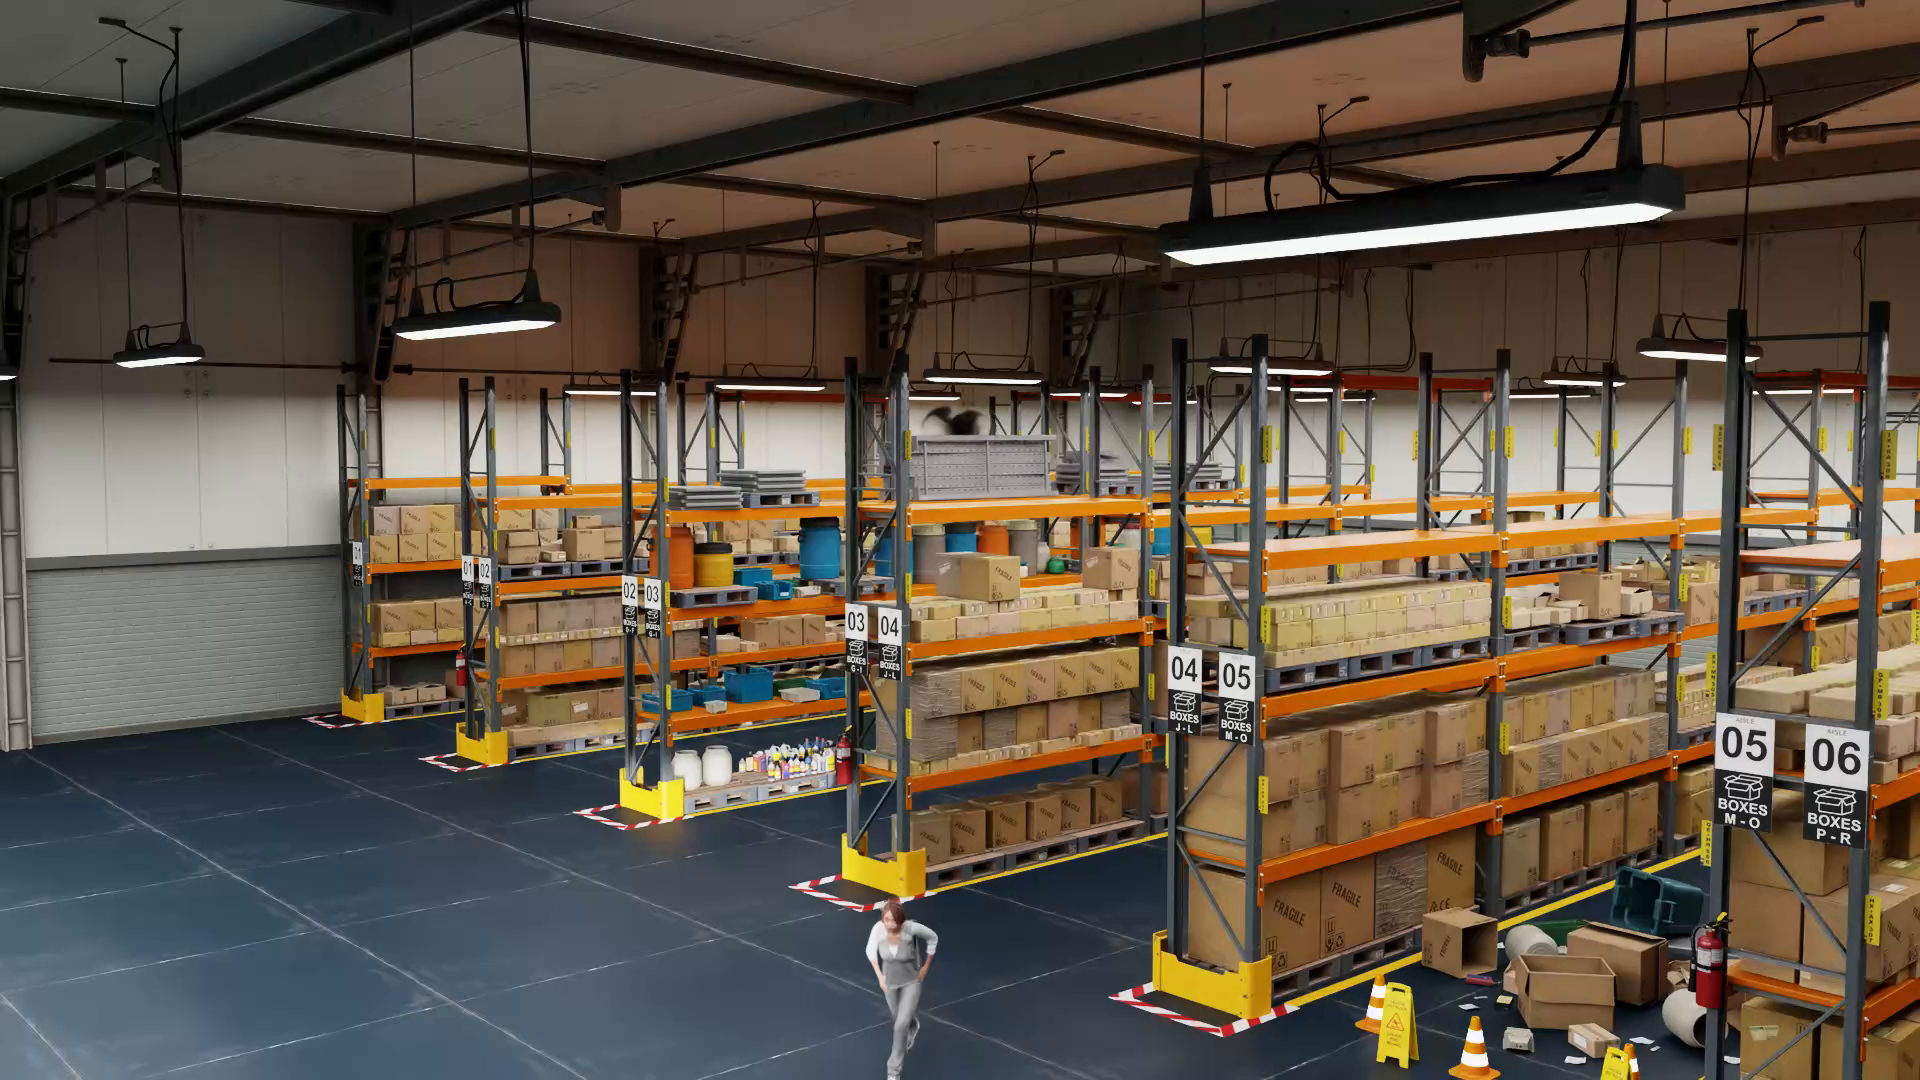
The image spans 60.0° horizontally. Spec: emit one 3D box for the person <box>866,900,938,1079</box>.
[{"bbox_3d":[-0.446,3.570,13.280,0.572,1.505,0.916,1,4,8],"label":"person"}]

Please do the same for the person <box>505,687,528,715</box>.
[{"bbox_3d":[-7.801,2.385,29.228,0.684,1.738,0.856,2,4,22],"label":"person"}]
